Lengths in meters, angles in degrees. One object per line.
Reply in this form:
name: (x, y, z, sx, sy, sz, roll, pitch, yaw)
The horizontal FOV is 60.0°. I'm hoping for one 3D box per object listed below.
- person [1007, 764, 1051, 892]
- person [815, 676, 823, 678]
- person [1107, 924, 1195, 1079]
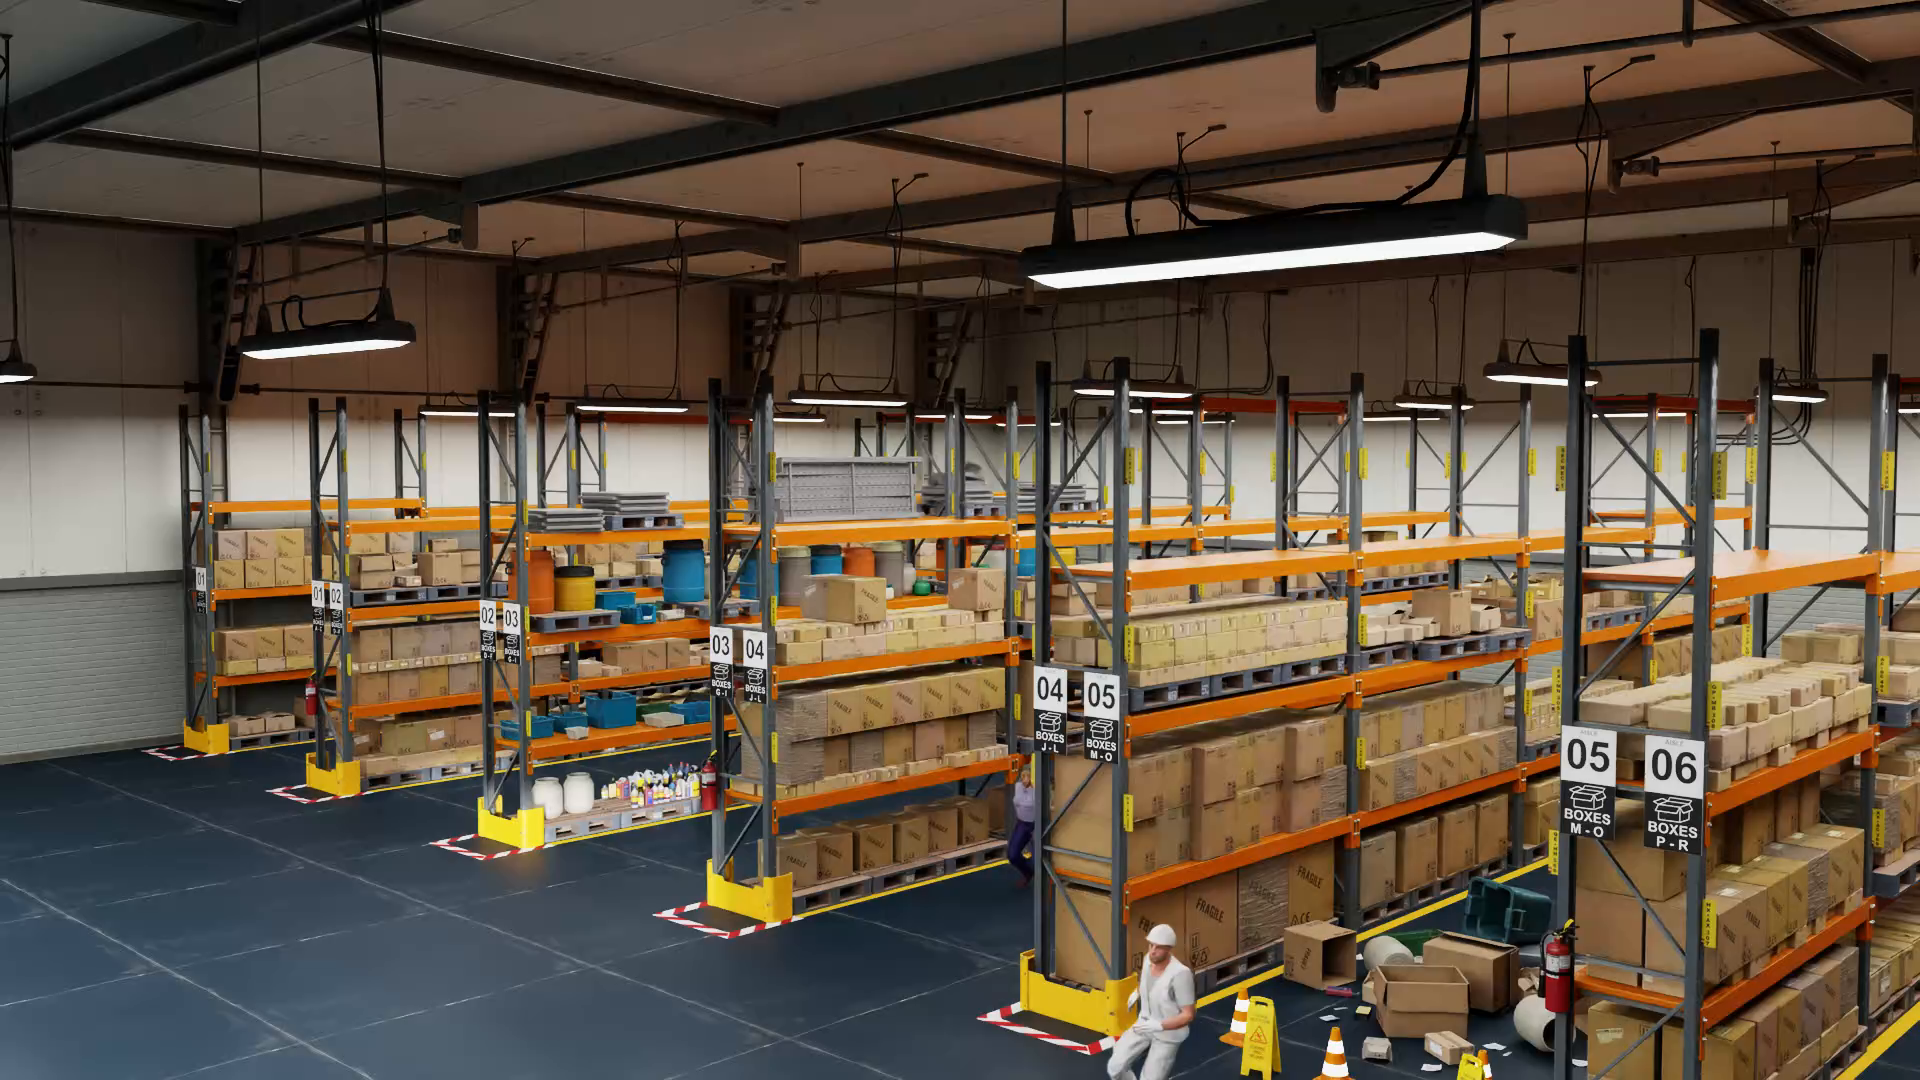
person: (0.849, 3.351, 19.355, 0.573, 1.562, 0.657, 2, 4, 34)
person: (-2.415, 2.743, 29.371, 0.523, 1.741, 0.781, -1, 3, -25)
person: (1.418, 3.674, 12.410, 0.844, 1.691, 0.717, 3, 4, 42)
